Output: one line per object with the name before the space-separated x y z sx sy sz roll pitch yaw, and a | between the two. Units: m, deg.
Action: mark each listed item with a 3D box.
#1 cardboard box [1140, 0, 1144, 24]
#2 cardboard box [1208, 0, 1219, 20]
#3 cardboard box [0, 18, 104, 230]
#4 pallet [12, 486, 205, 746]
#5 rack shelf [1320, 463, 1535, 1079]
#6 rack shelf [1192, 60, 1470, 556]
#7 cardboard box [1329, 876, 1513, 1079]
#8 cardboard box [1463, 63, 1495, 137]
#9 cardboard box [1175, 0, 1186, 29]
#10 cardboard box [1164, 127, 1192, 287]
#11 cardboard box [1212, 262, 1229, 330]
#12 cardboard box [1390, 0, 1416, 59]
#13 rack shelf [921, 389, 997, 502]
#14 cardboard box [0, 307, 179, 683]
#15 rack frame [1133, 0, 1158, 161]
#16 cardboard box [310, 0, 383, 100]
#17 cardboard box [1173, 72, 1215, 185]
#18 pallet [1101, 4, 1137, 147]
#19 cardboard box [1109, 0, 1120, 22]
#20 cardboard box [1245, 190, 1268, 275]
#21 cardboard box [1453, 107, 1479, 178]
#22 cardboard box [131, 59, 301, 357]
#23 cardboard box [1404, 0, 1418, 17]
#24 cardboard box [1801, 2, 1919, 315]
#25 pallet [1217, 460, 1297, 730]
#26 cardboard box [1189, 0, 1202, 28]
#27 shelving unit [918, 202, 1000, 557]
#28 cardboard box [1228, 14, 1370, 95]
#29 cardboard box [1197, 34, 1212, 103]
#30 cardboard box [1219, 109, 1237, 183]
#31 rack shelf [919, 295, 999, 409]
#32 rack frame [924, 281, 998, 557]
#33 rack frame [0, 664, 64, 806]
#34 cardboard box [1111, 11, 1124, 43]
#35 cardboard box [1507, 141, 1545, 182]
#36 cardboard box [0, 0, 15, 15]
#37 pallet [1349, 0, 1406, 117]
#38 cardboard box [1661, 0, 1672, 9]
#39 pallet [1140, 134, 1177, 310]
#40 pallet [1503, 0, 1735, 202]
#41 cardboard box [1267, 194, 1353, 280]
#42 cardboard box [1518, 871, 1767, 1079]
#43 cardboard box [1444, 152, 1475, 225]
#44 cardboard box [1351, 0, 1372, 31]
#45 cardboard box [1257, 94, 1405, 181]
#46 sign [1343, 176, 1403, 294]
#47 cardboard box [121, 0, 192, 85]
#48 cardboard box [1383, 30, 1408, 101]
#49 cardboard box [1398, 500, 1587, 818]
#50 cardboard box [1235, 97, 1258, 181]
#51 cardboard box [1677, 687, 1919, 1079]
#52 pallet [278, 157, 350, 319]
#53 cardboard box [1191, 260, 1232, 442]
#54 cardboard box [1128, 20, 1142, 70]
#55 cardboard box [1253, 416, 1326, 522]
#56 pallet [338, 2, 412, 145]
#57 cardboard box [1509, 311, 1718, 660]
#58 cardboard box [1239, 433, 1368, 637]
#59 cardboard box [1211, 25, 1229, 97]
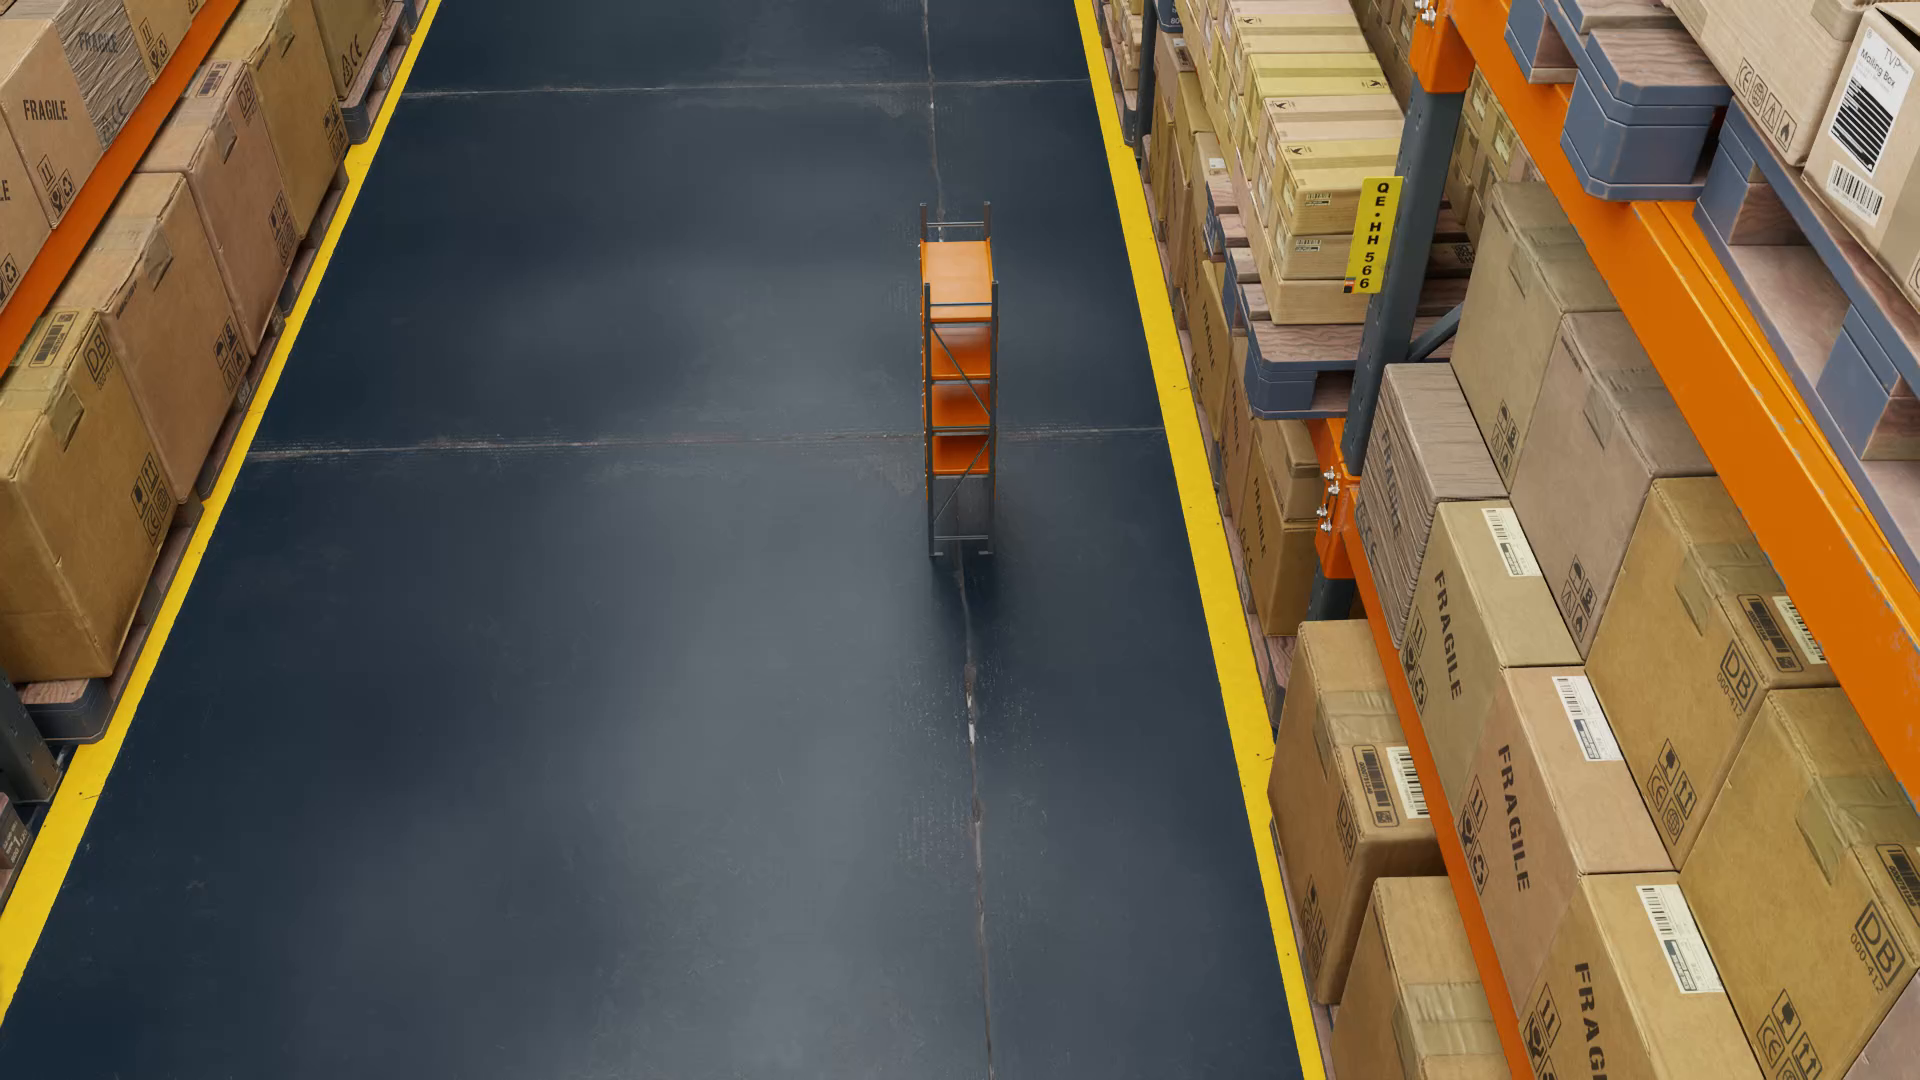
cardboard box | 1.100 -2.617 8.244 0.380 0.149 0.250 -1 43 -1
cardboard box | 1.014 -1.833 5.464 0.380 0.149 0.250 0 43 0
cardboard box | -3.213 -1.353 5.432 0.500 0.500 0.500 -2 43 -3
pallet | -3.373 0.207 5.868 1.003 0.211 1.213 -2 43 -2
rack shelf | 1.630 1.255 3.193 1.077 0.370 4.000 -2 43 -2
rack shelf | 1.460 -1.446 6.140 1.077 0.370 4.000 -2 43 -2
cardboard box | 1.522 1.318 3.947 1.050 0.750 0.750 -1 43 -1
cardboard box | 1.699 -1.307 4.890 0.380 0.149 0.250 -2 43 -2
cardboard box | 0.993 -1.963 6.046 0.380 0.149 0.250 -2 43 -3
cardboard box | 1.166 -1.431 7.130 0.500 0.500 0.500 0 43 0
cardboard box | 1.216 -1.009 6.115 0.500 0.250 0.500 -1 43 -1
cardboard box | 1.669 -1.734 5.577 0.380 0.149 0.250 -2 43 -2
rack shelf | -0.007 -0.358 6.146 0.258 0.148 0.480 -2 43 -2
cardboard box | -3.423 -0.124 5.428 1.225 0.875 0.875 -3 43 -4
rack frame | 1.375 -3.061 7.369 1.000 3.000 0.127 -2 43 -2
cardboard box | -3.532 -2.806 8.353 0.875 0.875 0.875 -2 43 -2
cardboard box | 1.168 -1.705 6.874 0.500 0.250 0.500 -1 43 -1
pallet | 1.312 -2.485 8.805 1.003 0.211 1.213 -2 43 -2
cardboard box | 0.992 -2.841 8.708 0.380 0.149 0.250 -3 43 -3
cardboard box | 1.056 -0.910 4.898 0.380 0.149 0.250 -2 43 -2
cardboard box | 1.697 -1.228 5.024 0.380 0.149 0.250 -3 43 -3
cardboard box | -3.498 -1.324 6.736 1.225 0.875 0.875 -3 43 -3
cardboard box | 1.662 -1.847 5.480 0.380 0.149 0.250 0 43 0
cardboard box | 1.399 -0.445 1.977 0.500 0.311 0.500 -2 43 -3
pallet | 1.514 0.140 5.941 1.003 0.211 1.213 -2 43 -2
cardboard box | 1.001 -1.898 5.756 0.380 0.149 0.250 -2 43 -3
shelving unit | -0.007 -0.554 5.966 0.258 1.200 0.503 -2 43 -2
cardboard box | 1.032 -1.486 5.087 0.380 0.149 0.250 0 43 -1
cardboard box | 1.016 -1.609 5.660 0.380 0.149 0.250 0 43 0
cardboard box | 1.038 -1.252 5.271 0.380 0.149 0.250 -2 43 -2
rack shelf | -0.007 -0.669 5.861 0.258 0.148 0.480 -2 43 -2
rack frame | 0.003 -0.389 5.787 0.240 1.200 0.015 -2 43 -2
rack frame | -3.414 -0.286 4.343 1.000 3.000 0.127 -2 43 -2
cardboard box | 1.015 -2.774 8.856 0.380 0.149 0.250 -3 43 -3
cardboard box | 1.719 -0.963 4.515 0.380 0.149 0.250 -2 43 -2
cardboard box | -3.489 -2.080 5.483 0.797 0.503 0.637 0 43 0
pallet | 1.420 -1.625 5.945 1.003 0.211 1.213 -2 43 -2
cardboard box | 1.356 -1.130 2.724 0.500 0.311 0.500 -2 43 -2
pallet | 1.410 -1.507 7.738 1.003 0.211 1.213 -2 43 -2
pallet | 1.626 -0.964 3.001 1.213 0.211 1.003 0 43 0
cardboard box | 1.069 -0.853 4.616 0.380 0.149 0.250 -1 43 -1
cardboard box | 1.359 0.933 2.938 0.500 0.500 0.500 -2 43 -2
cardboard box | 1.705 -1.094 5.099 0.380 0.149 0.250 0 43 0
cardboard box | 1.649 -1.981 6.067 0.380 0.149 0.250 0 43 0
cardboard box | 1.058 -1.129 4.697 0.380 0.149 0.250 -2 43 -2
sign | 1.004 -0.736 4.035 0.100 0.325 0.005 -2 43 -2
cardboard box | -3.248 -2.029 6.170 0.500 0.500 0.500 -2 43 -2
cardboard box | 1.670 -1.626 5.679 0.380 0.149 0.250 -1 43 -1
cardboard box | 1.319 0.257 3.676 0.500 0.500 0.500 -2 43 -2
cardboard box | 1.043 -1.211 5.006 0.380 0.149 0.250 -1 43 -1
cardboard box | 1.623 0.570 2.594 0.700 0.500 0.500 -2 43 -2
pallet | -3.476 -1.440 7.665 1.003 0.211 1.213 -2 43 -2
cardboard box | 1.199 -0.738 6.374 0.500 0.500 0.500 -3 43 -4
cardboard box | 1.044 -2.478 8.312 0.380 0.149 0.250 -1 43 -1
cardboard box | 1.254 -0.325 5.368 0.500 0.250 0.500 -3 43 -3
pallet | -3.538 -2.474 8.793 1.003 0.211 1.213 -2 43 -2
cardboard box | 1.577 -0.121 3.348 0.700 0.500 0.500 -2 43 -2
cardboard box | 1.256 -0.031 5.603 0.500 0.500 0.500 -2 43 -2
cardboard box | 1.024 -1.548 5.373 0.380 0.149 0.250 -2 43 -2
